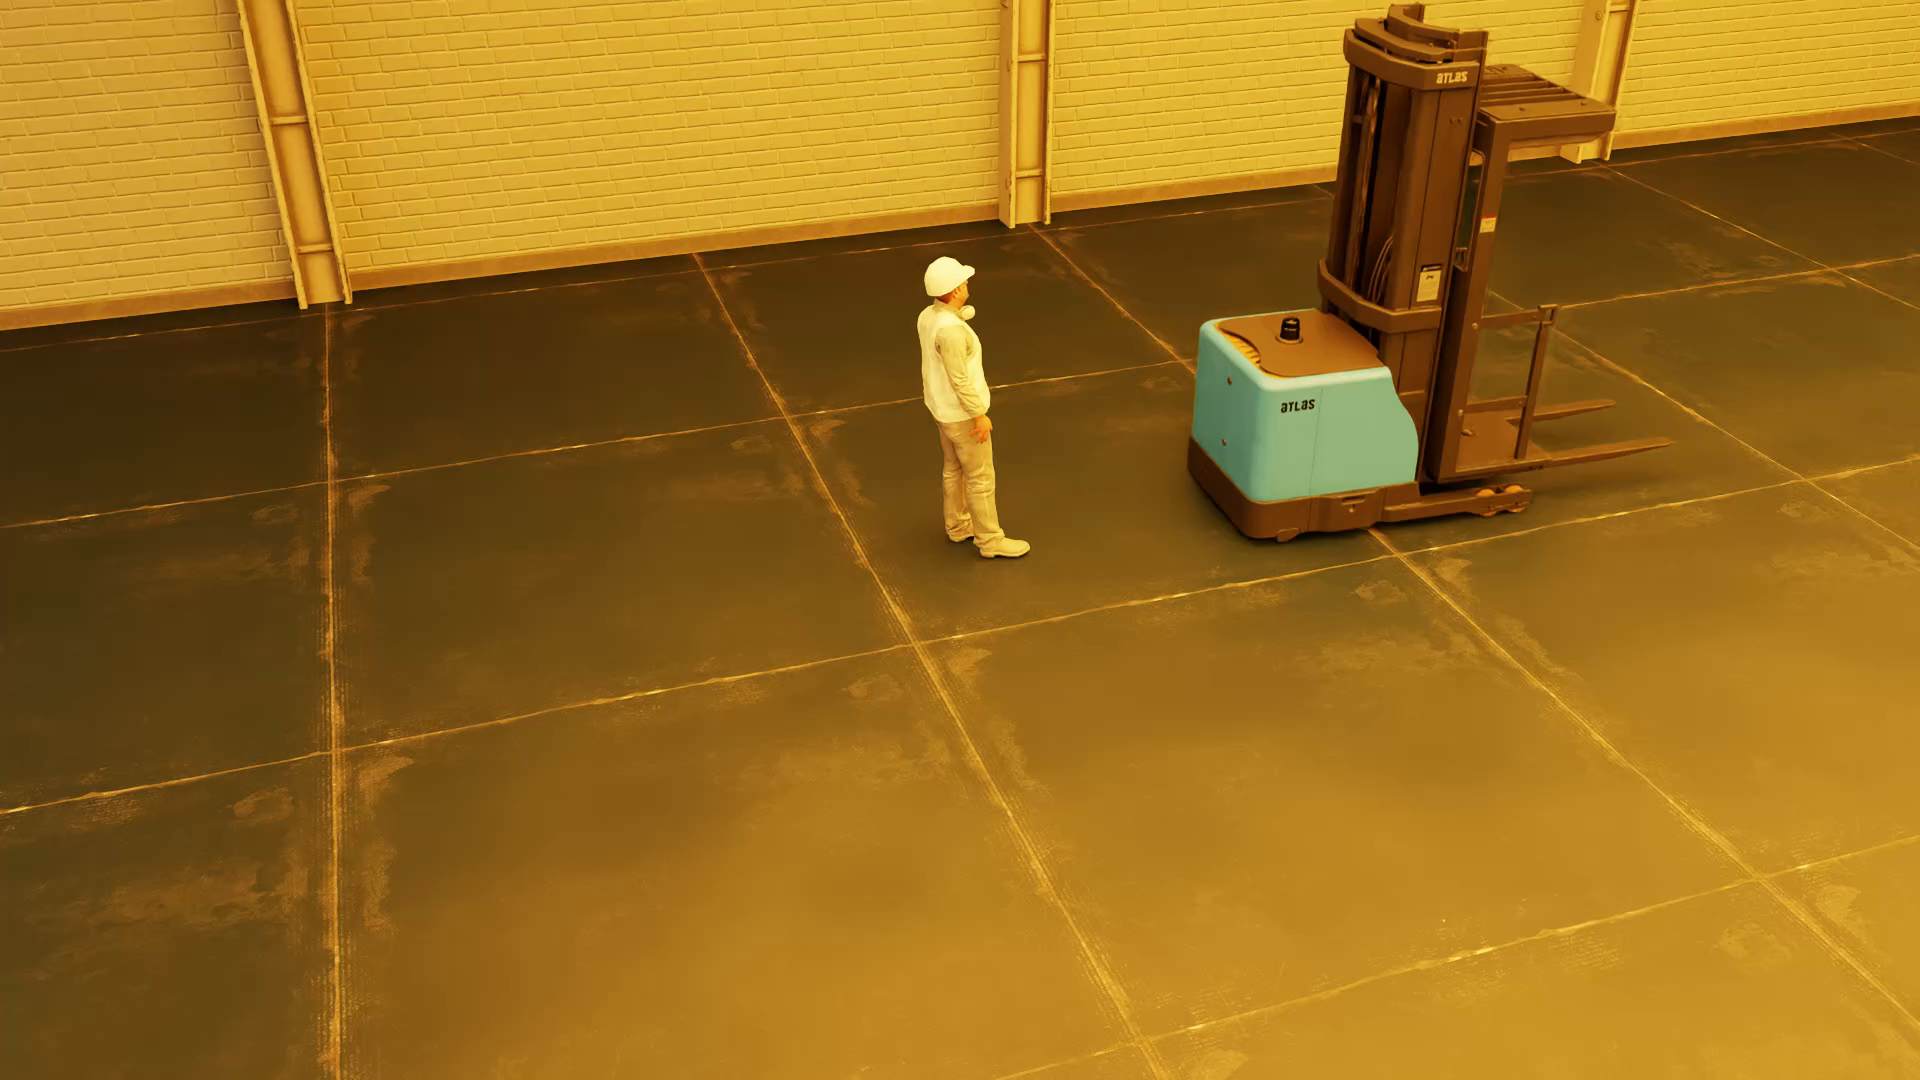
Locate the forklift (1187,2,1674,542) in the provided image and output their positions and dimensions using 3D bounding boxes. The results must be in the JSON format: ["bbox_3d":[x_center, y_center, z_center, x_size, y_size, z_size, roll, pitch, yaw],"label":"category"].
[{"bbox_3d":[3.033,-1.659,9.971,3.031,2.935,1.130,-8,31,-14],"label":"forklift"}]

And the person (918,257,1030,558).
[{"bbox_3d":[0.063,-0.780,9.588,0.566,1.775,0.626,-10,31,-16],"label":"person"}]
